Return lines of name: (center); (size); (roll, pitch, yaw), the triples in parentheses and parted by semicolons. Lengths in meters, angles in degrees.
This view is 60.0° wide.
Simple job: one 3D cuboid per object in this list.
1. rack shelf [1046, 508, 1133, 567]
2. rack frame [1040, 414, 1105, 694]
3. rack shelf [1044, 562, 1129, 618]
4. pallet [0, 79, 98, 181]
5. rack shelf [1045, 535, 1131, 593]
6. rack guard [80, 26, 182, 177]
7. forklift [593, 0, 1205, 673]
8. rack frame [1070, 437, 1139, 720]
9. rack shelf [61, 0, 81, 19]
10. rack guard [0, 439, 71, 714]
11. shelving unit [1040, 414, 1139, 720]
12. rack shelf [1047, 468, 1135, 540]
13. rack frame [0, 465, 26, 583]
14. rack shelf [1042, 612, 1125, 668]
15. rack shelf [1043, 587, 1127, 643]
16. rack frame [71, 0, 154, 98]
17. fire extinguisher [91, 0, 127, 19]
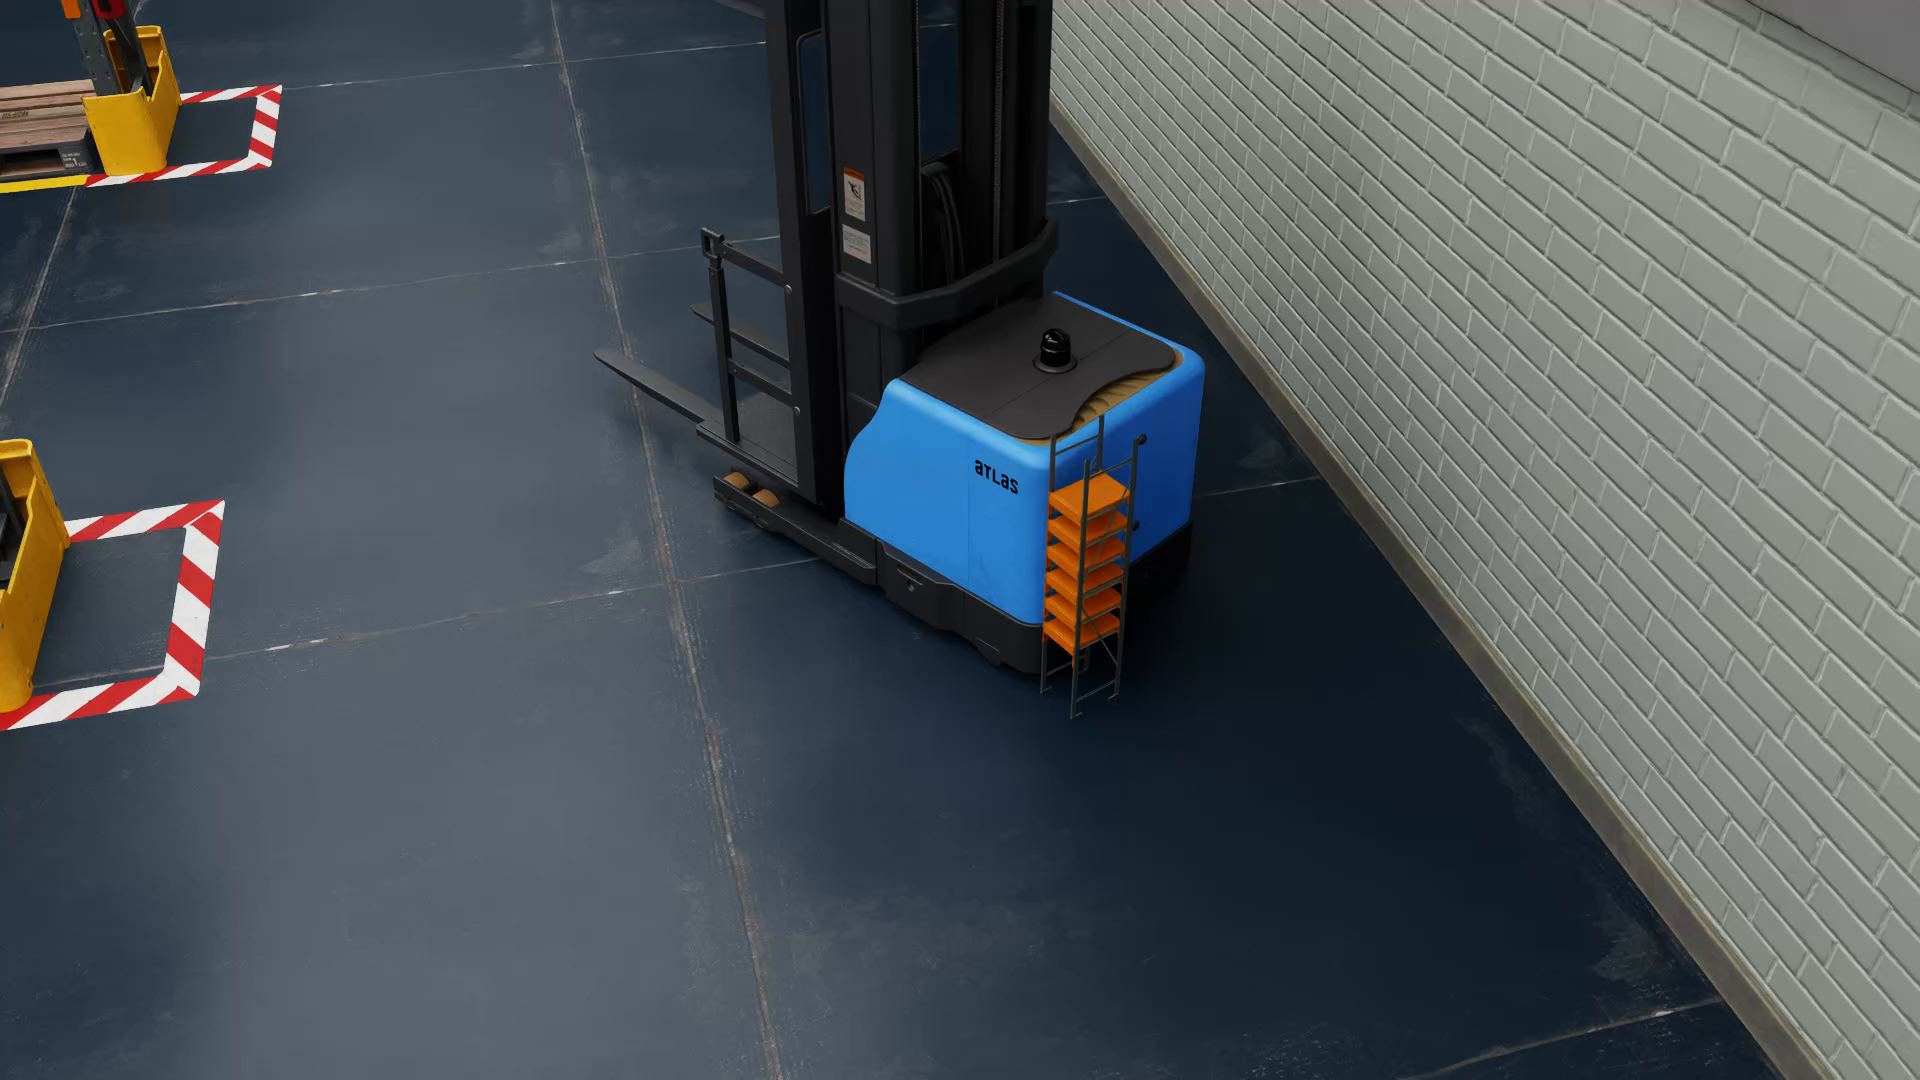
rack shelf: (0.466, -0.034, 5.985); (0.258, 0.103, 0.180); (-24, 44, -28)
rack frame: (0.411, 0.076, 6.163); (0.240, 1.200, 0.006); (-24, 44, -28)
rack shelf: (0.466, 0.156, 6.131); (0.258, 0.103, 0.180); (-24, 44, -28)
pallet: (-6.028, -2.544, 10.402); (1.213, 0.211, 1.003); (-9, 38, -12)
rack shelf: (0.466, 0.061, 6.058); (0.258, 0.103, 0.180); (-24, 44, -28)
rack guard: (-5.201, -2.778, 10.470); (0.348, 0.500, 1.175); (-9, 38, -12)
forklift: (-0.454, -1.423, 6.697); (3.031, 2.935, 1.130); (30, 46, 33)
rack frame: (0.520, 0.166, 6.046); (0.240, 1.200, 0.006); (-24, 44, -28)
rack shelf: (-7.152, -3.157, 9.500); (4.000, 0.370, 1.077); (-9, 38, -12)
rack guard: (-3.907, 0.135, 6.662); (0.348, 0.500, 1.175); (-9, 38, -12)
shelving unit: (0.466, 0.121, 6.104); (0.258, 1.200, 0.189); (-24, 44, -28)
rack shelf: (0.466, -0.130, 5.913); (0.258, 0.103, 0.180); (-24, 44, -28)
rack frame: (-3.930, -0.854, 5.898); (0.127, 3.000, 1.000); (-9, 38, -12)
rack shelf: (0.466, 0.347, 6.277); (0.258, 0.103, 0.180); (-24, 44, -28)
rack shelf: (0.466, 0.252, 6.204); (0.258, 0.103, 0.180); (-24, 44, -28)
rack frame: (-5.221, -3.759, 9.695); (0.127, 3.000, 1.000); (-9, 38, -12)
fire extinguisher: (-4.957, -3.338, 9.515); (0.183, 0.674, 0.296); (-9, 38, -12)
